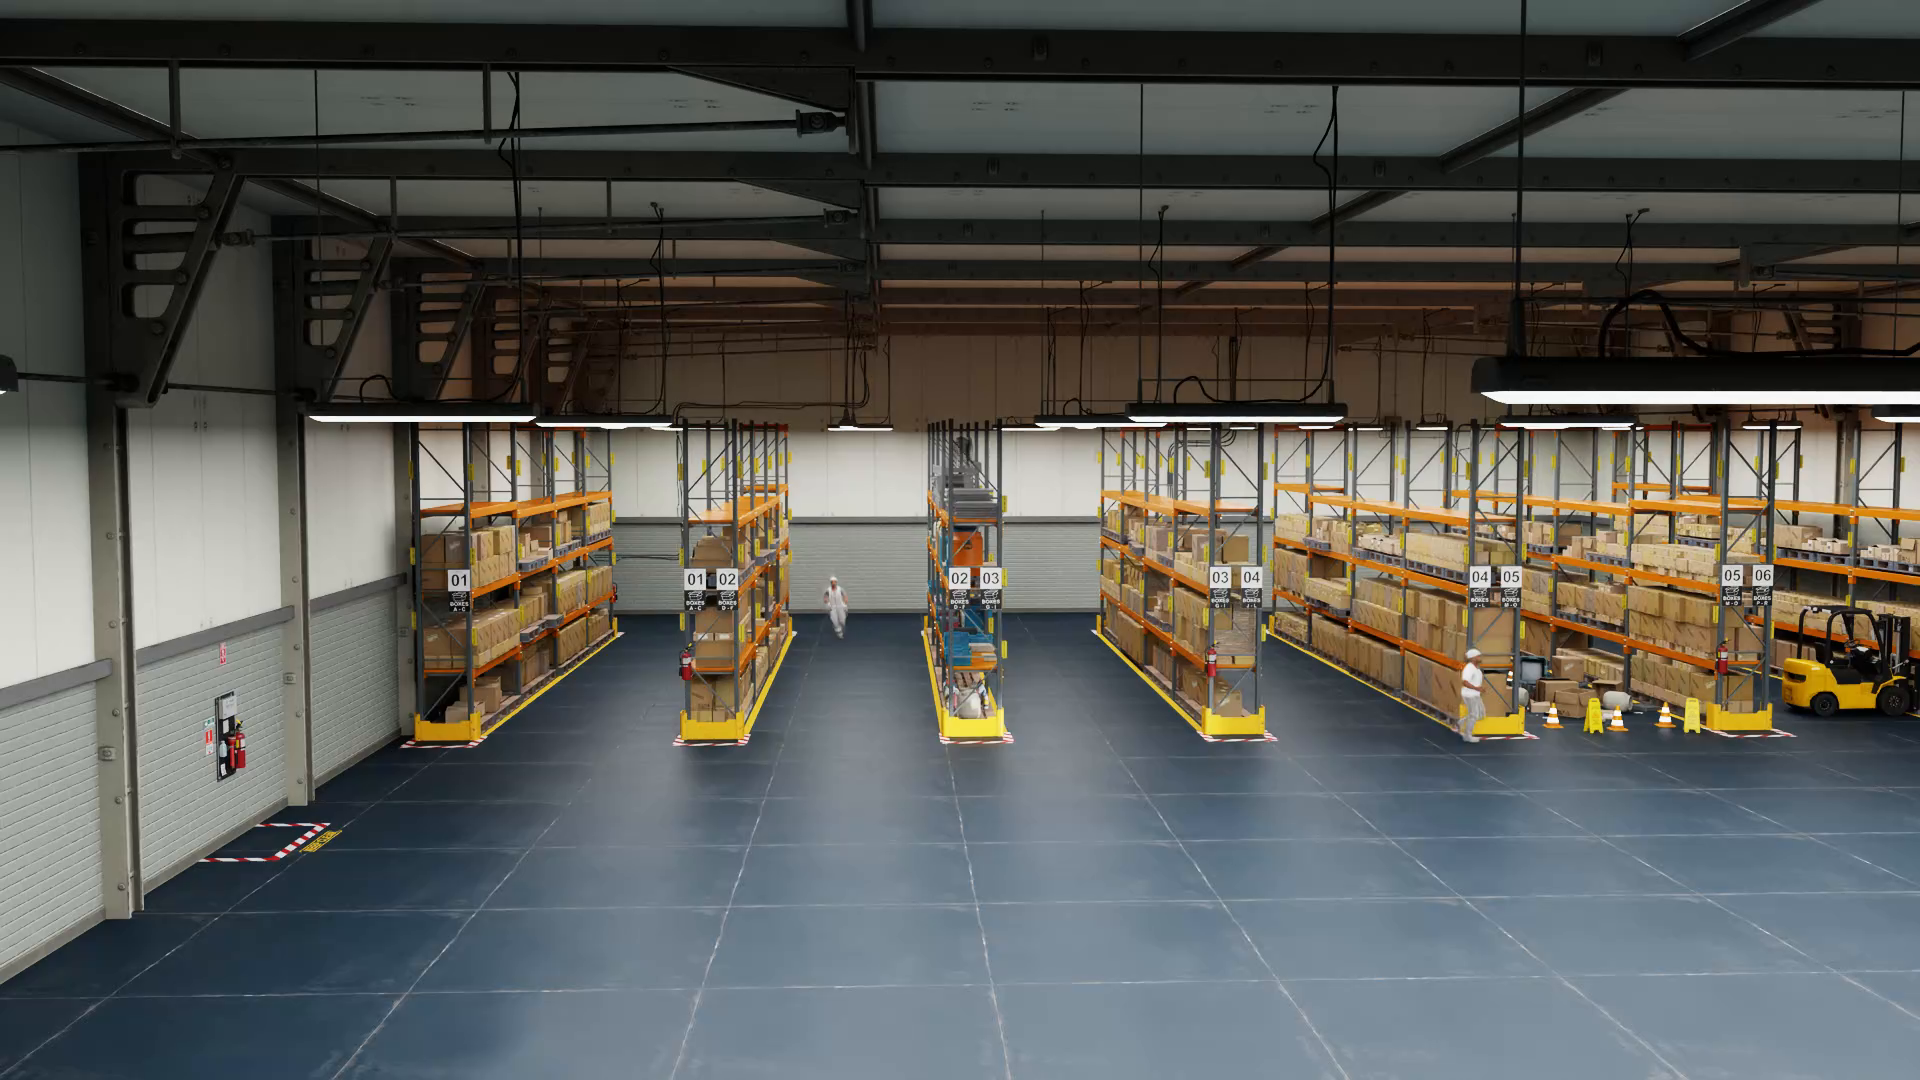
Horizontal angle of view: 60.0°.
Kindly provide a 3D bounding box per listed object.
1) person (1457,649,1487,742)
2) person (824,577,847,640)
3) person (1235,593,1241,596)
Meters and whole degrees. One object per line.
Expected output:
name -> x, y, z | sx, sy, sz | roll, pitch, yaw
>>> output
person -> 9.503, 2.888, 30.830 | 0.612, 1.727, 0.683 | 2, 4, 32
person -> -3.475, 1.898, 46.374 | 0.661, 1.720, 0.643 | 0, 4, -2
person -> 7.719, 1.944, 46.052 | 0.658, 1.678, 0.574 | 0, 4, 4
